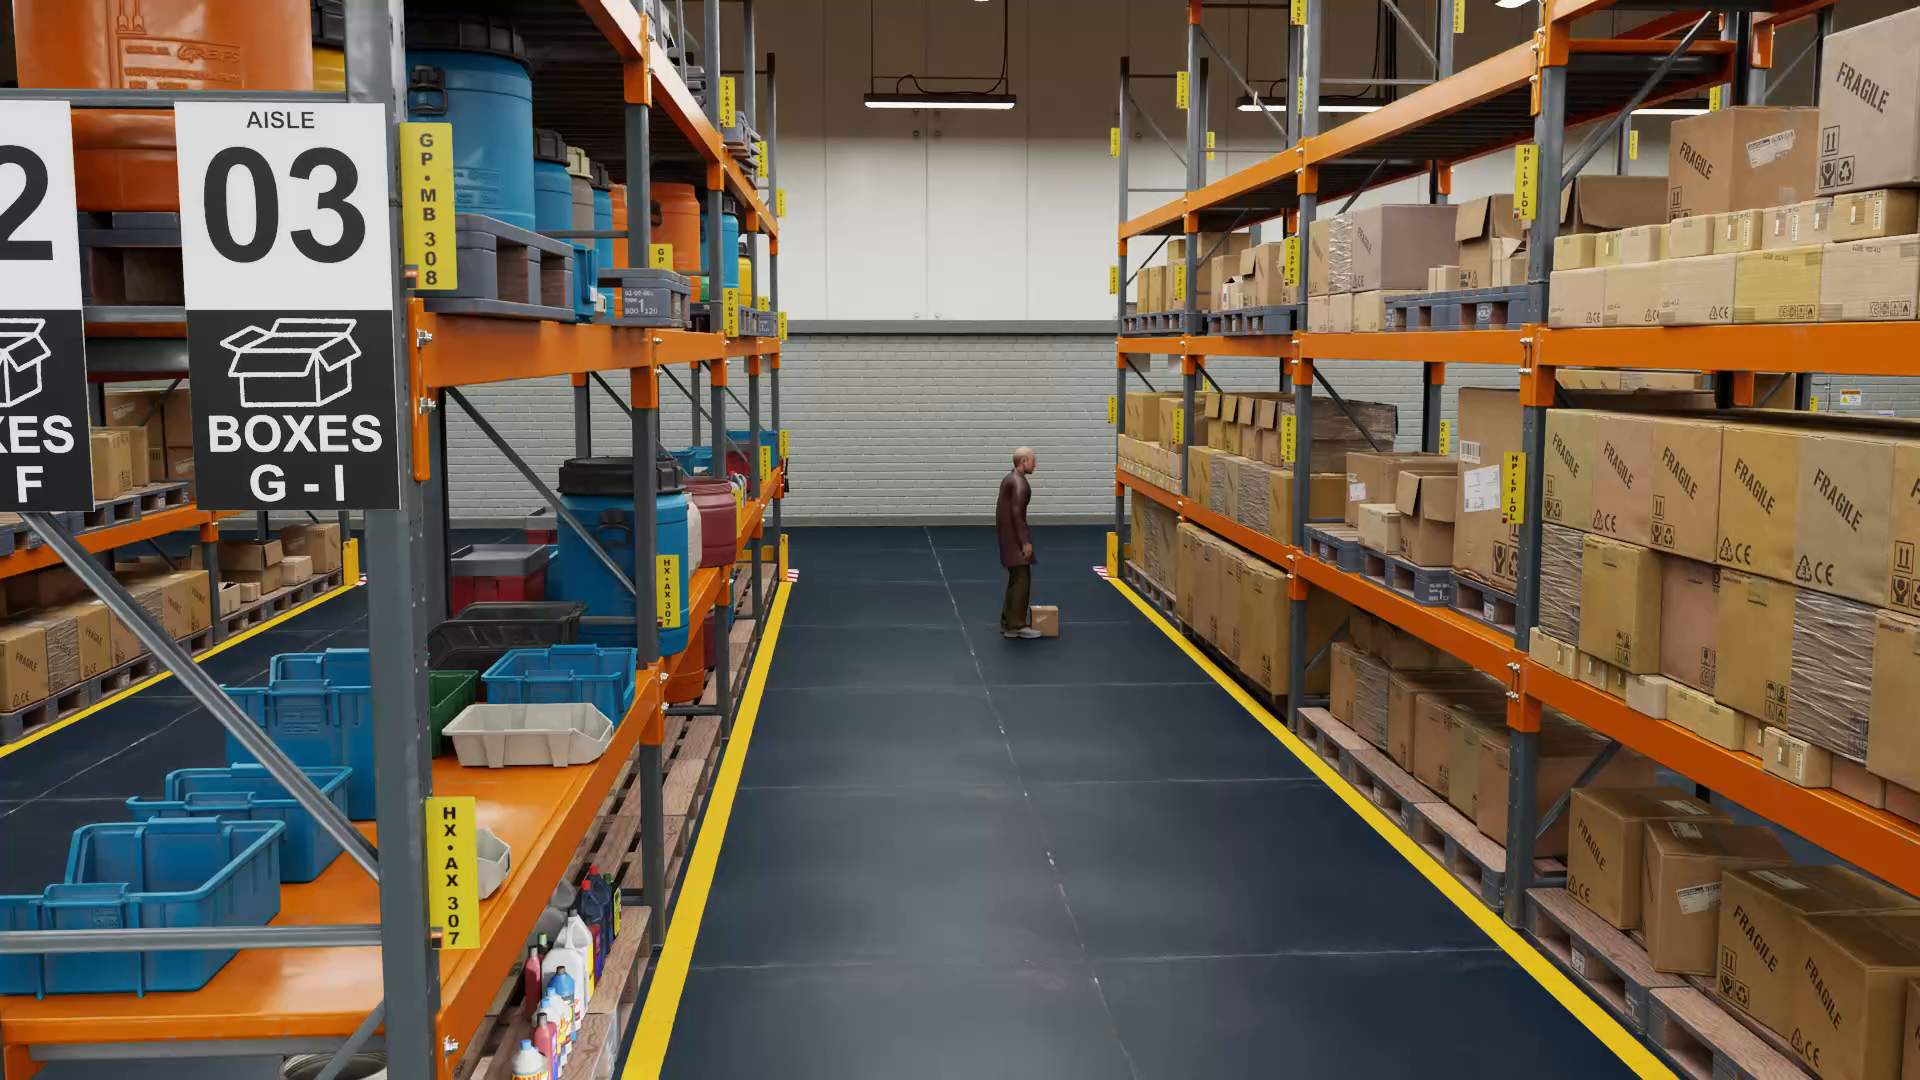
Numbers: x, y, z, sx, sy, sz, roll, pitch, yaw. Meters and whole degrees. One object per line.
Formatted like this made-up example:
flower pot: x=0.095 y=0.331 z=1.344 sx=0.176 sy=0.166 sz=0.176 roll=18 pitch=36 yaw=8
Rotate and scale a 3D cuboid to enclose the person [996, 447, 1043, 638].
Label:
person: x=0.551 y=0.012 z=15.696 sx=0.415 sy=1.774 sz=0.654 roll=-1 pitch=7 yaw=-5
